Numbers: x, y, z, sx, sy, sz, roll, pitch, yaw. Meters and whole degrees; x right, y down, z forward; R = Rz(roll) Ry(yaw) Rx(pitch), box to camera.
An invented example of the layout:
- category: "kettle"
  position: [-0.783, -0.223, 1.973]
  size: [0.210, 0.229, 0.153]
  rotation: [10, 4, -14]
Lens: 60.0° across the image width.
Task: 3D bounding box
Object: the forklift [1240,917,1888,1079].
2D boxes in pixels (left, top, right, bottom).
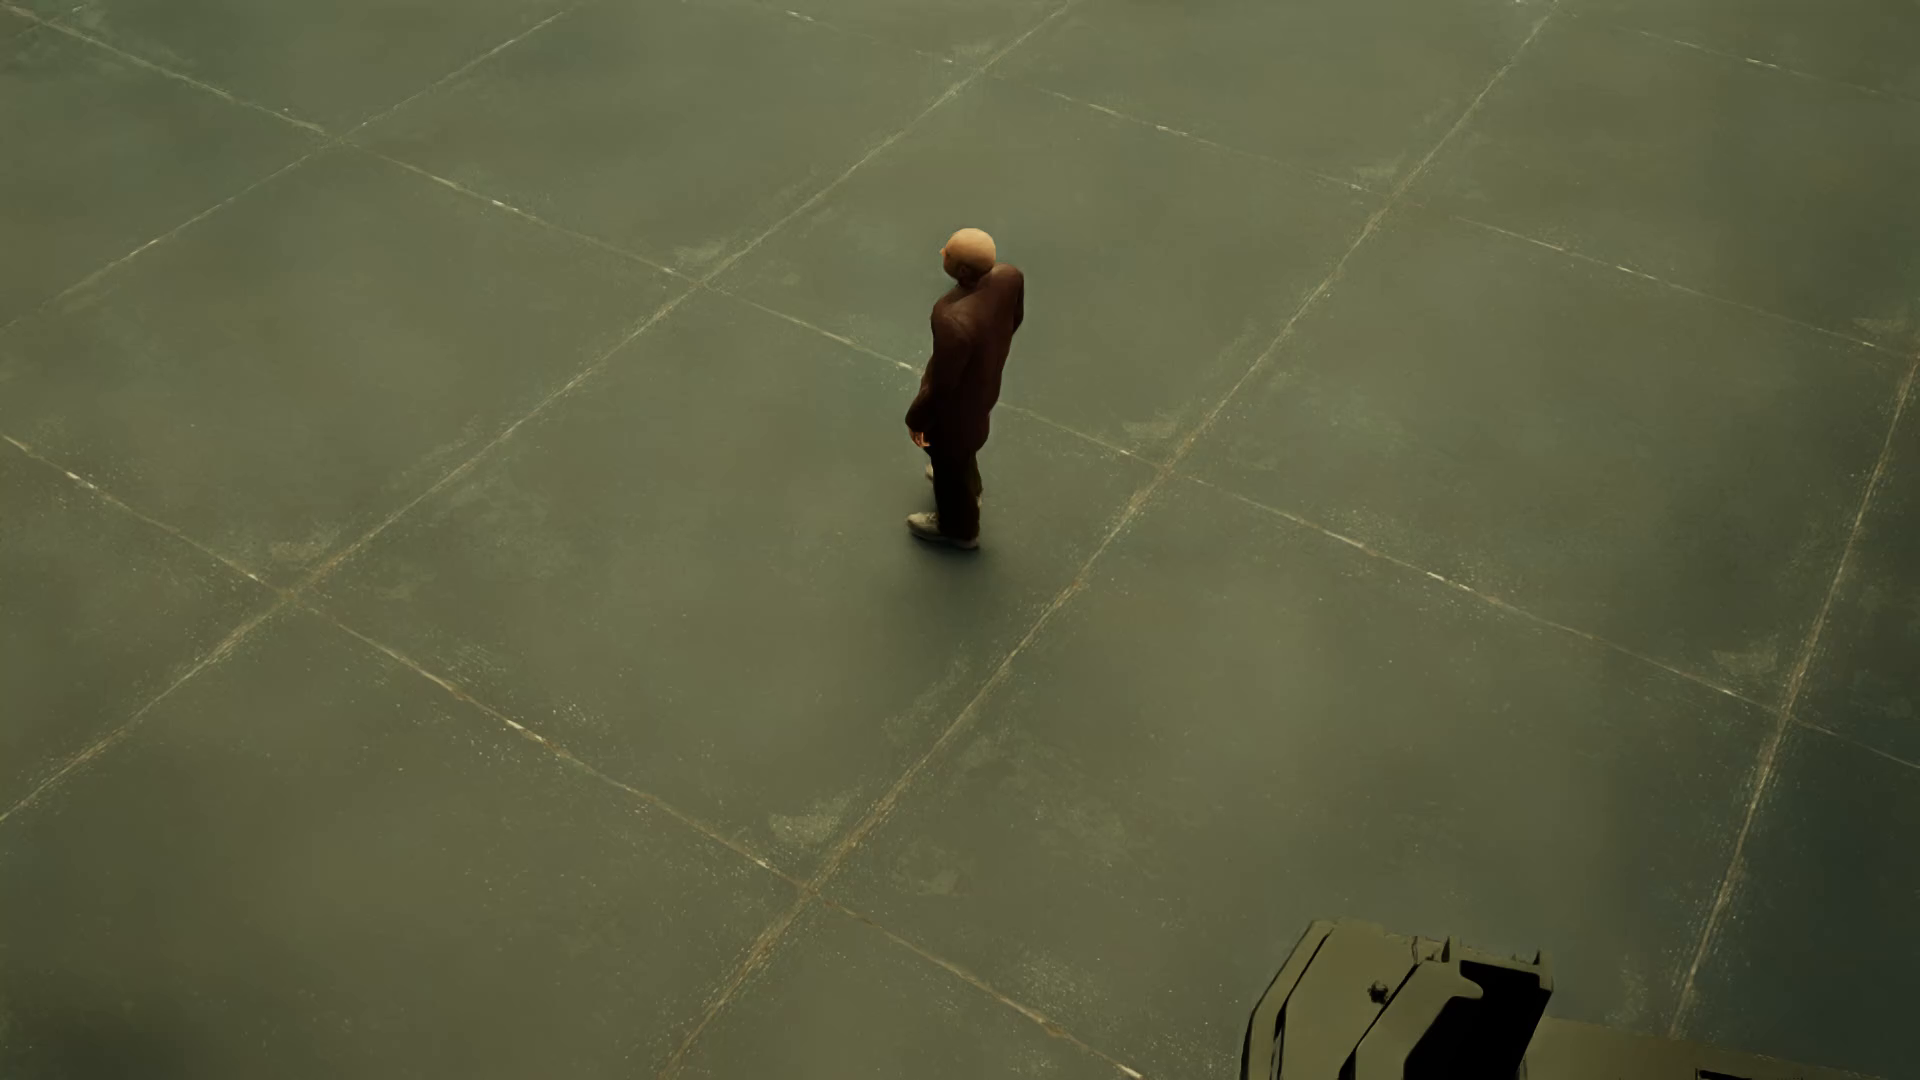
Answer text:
- category: "forklift"
  position: [1.288, 2.097, 3.636]
  size: [3.031, 2.935, 1.130]
  rotation: [9, 44, 9]

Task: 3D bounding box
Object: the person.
- category: "person"
  position: [-0.073, -0.687, 7.399]
  size: [0.586, 1.774, 0.694]
  rotation: [24, 48, 23]
